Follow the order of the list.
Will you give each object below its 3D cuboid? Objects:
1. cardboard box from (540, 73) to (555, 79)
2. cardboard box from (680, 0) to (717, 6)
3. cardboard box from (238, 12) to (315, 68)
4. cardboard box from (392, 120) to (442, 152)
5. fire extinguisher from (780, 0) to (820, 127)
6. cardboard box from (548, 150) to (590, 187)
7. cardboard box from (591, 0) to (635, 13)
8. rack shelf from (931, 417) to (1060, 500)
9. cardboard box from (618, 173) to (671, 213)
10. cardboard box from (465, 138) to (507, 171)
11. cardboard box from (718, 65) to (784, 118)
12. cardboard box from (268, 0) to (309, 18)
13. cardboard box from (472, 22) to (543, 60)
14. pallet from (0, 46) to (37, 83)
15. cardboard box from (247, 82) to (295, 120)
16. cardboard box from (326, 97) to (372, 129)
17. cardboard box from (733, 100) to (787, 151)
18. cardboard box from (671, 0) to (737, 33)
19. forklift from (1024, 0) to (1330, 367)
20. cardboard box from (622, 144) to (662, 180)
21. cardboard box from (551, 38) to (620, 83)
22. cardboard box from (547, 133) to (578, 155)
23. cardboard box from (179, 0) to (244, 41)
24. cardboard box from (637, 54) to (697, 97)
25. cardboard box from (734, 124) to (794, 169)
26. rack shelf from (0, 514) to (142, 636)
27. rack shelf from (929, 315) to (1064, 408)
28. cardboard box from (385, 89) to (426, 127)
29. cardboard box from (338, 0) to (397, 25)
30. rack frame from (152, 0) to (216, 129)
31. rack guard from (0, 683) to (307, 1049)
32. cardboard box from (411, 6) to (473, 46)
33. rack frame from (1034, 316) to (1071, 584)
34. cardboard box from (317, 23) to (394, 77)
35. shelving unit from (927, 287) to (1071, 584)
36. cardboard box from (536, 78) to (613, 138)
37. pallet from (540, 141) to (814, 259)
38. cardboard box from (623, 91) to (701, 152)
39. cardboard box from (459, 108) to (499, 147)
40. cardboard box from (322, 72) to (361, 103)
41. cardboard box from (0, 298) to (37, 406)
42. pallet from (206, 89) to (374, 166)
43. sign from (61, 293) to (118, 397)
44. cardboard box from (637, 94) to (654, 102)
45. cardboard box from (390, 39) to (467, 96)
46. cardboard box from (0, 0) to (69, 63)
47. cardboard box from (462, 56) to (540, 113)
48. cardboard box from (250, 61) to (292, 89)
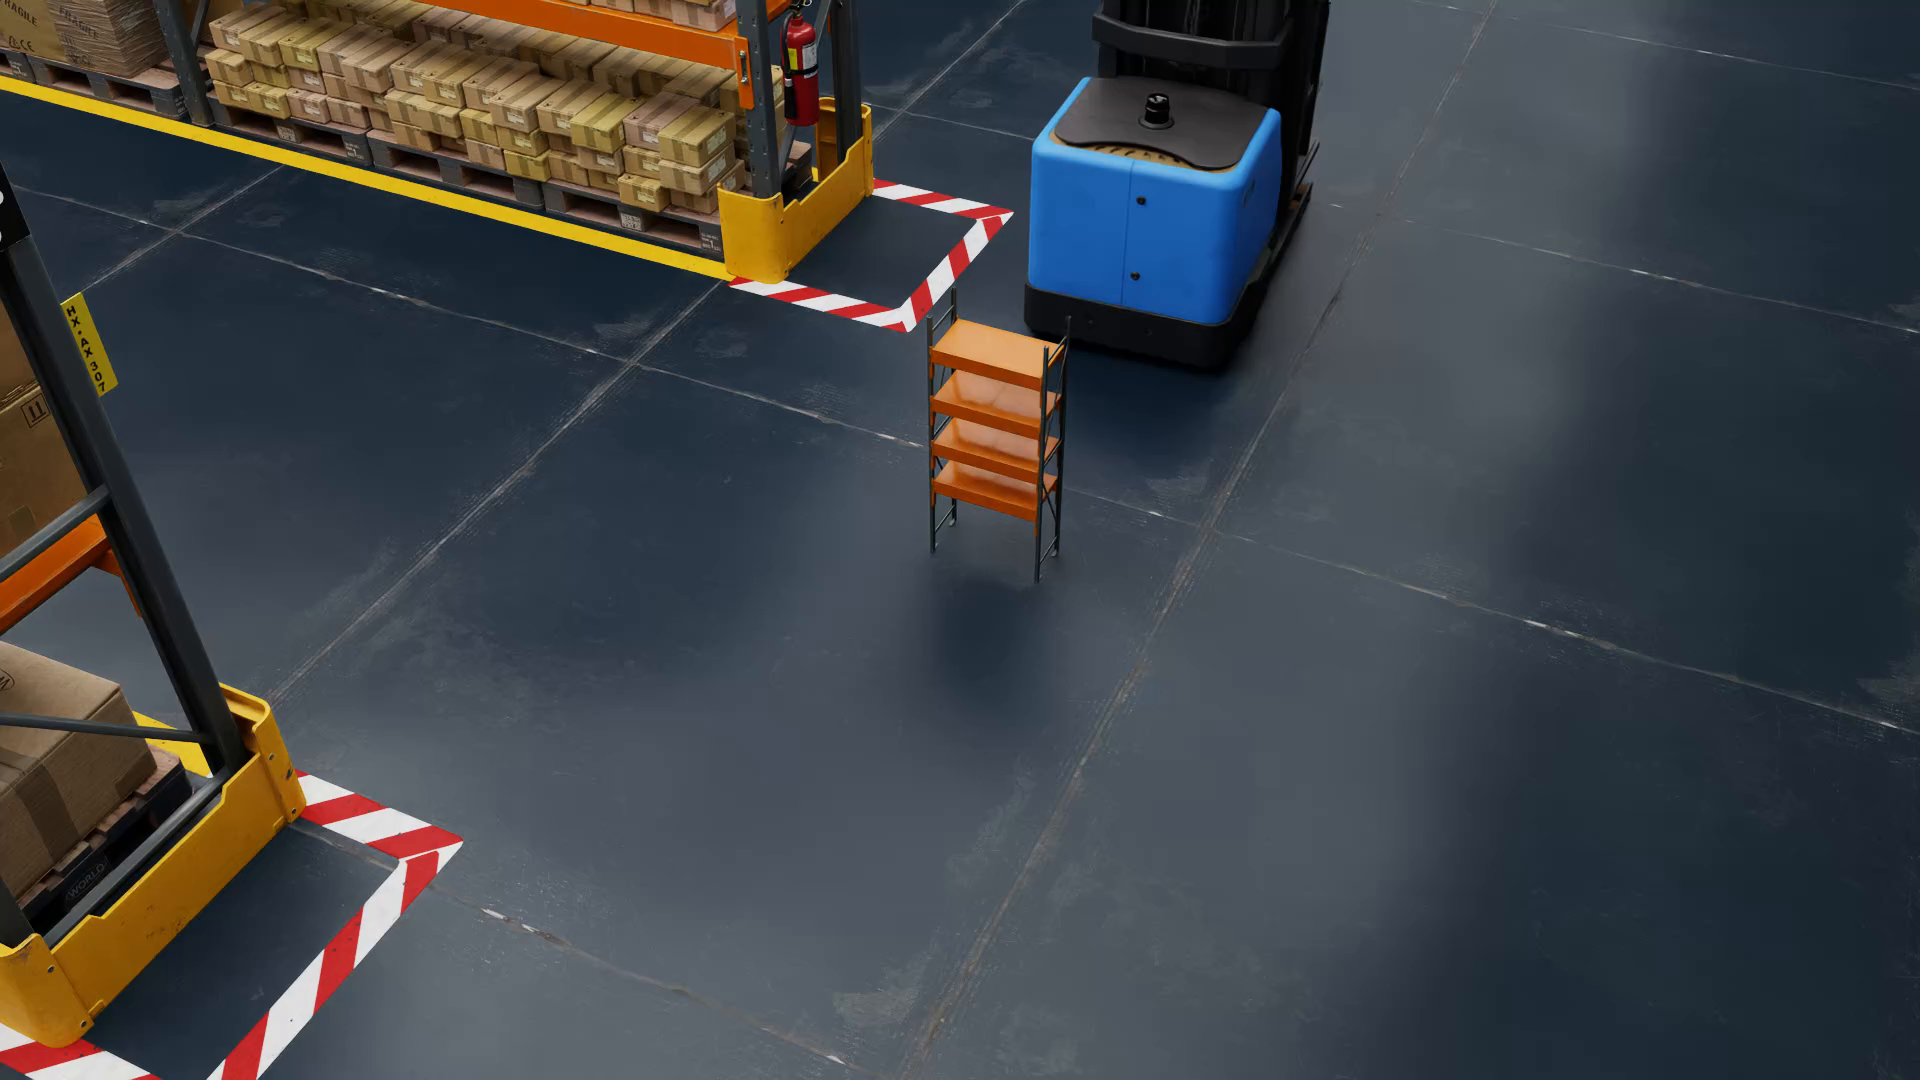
[{"bbox_3d":[-2.388,-2.666,9.665,0.250,0.149,0.380,19,44,21],"label":"cardboard box"},{"bbox_3d":[-1.324,-2.969,8.082,0.500,0.500,0.500,18,44,19],"label":"cardboard box"},{"bbox_3d":[-3.984,-2.931,9.743,0.250,0.149,0.380,19,44,21],"label":"cardboard box"},{"bbox_3d":[-3.046,-2.409,9.596,0.250,0.149,0.380,16,43,17],"label":"cardboard box"},{"bbox_3d":[-0.775,-2.333,7.996,0.183,0.674,0.296,17,44,19],"label":"fire extinguisher"},{"bbox_3d":[-2.081,-2.147,9.292,0.250,0.149,0.380,17,44,19],"label":"cardboard box"},{"bbox_3d":[-1.666,-2.826,8.412,0.250,0.149,0.380,17,44,18],"label":"cardboard box"},{"bbox_3d":[0.150,-0.357,6.848,0.480,0.148,0.258,17,44,19],"label":"rack shelf"},{"bbox_3d":[-1.649,-1.962,9.079,0.250,0.149,0.380,18,44,20],"label":"cardboard box"},{"bbox_3d":[-2.578,-2.268,9.432,0.250,0.149,0.380,18,44,19],"label":"cardboard box"},{"bbox_3d":[-1.139,-2.500,9.246,0.250,0.149,0.380,15,43,17],"label":"cardboard box"},{"bbox_3d":[-4.000,-3.317,10.188,0.250,0.149,0.380,18,44,20],"label":"cardboard box"},{"bbox_3d":[-2.609,-2.866,9.668,0.250,0.149,0.380,17,44,19],"label":"cardboard box"},{"bbox_3d":[-6.249,-3.453,11.072,1.213,0.211,1.003,17,44,19],"label":"pallet"},{"bbox_3d":[-3.998,-2.671,9.897,0.250,0.149,0.380,18,44,20],"label":"cardboard box"},{"bbox_3d":[-3.499,-2.592,9.807,0.250,0.149,0.380,16,43,18],"label":"cardboard box"},{"bbox_3d":[-1.174,-2.338,9.287,0.250,0.149,0.380,19,44,20],"label":"cardboard box"},{"bbox_3d":[-1.223,-2.675,8.237,0.250,0.149,0.380,17,44,19],"label":"cardboard box"},{"bbox_3d":[1.339,-2.924,8.386,1.130,2.935,3.031,15,43,16],"label":"forklift"},{"bbox_3d":[-1.621,-2.122,9.037,0.250,0.149,0.380,16,43,18],"label":"cardboard box"},{"bbox_3d":[-2.121,-2.753,9.538,0.250,0.149,0.380,19,44,20],"label":"cardboard box"},{"bbox_3d":[-2.079,-2.296,9.238,0.250,0.149,0.380,16,44,18],"label":"cardboard box"},{"bbox_3d":[-4.990,-3.531,10.621,0.500,0.500,0.500,19,44,20],"label":"cardboard box"},{"bbox_3d":[-1.614,-2.651,9.420,0.250,0.149,0.380,17,44,19],"label":"cardboard box"},{"bbox_3d":[-1.148,-2.264,9.427,0.250,0.149,0.380,18,44,19],"label":"cardboard box"},{"bbox_3d":[-4.622,-0.163,5.697,4.000,0.370,1.077,17,44,19],"label":"rack shelf"},{"bbox_3d":[0.150,-0.704,6.547,0.480,0.148,0.258,17,44,19],"label":"rack shelf"},{"bbox_3d":[-3.052,-2.521,9.498,0.250,0.149,0.380,17,44,18],"label":"cardboard box"},{"bbox_3d":[-3.524,-3.205,10.059,0.250,0.149,0.380,17,44,18],"label":"cardboard box"},{"bbox_3d":[-4.433,-3.955,9.523,0.127,3.000,1.000,17,44,19],"label":"rack frame"},{"bbox_3d":[-2.788,1.070,5.634,0.348,0.500,1.175,17,44,19],"label":"rack guard"},{"bbox_3d":[-3.037,-3.067,9.900,0.250,0.149,0.380,15,43,17],"label":"cardboard box"},{"bbox_3d":[0.371,-0.340,6.726,0.015,1.200,0.240,17,44,19],"label":"rack frame"},{"bbox_3d":[-3.488,-2.832,9.629,0.250,0.149,0.380,16,43,18],"label":"cardboard box"},{"bbox_3d":[0.150,-0.408,6.804,0.503,1.200,0.258,17,44,19],"label":"shelving unit"},{"bbox_3d":[-2.095,-2.359,9.083,0.250,0.149,0.380,15,43,17],"label":"cardboard box"},{"bbox_3d":[-1.598,-2.060,9.466,1.213,0.211,1.003,17,44,19],"label":"pallet"},{"bbox_3d":[-1.598,-2.253,8.961,0.250,0.149,0.380,18,44,19],"label":"cardboard box"},{"bbox_3d":[-2.578,-2.378,9.333,0.250,0.149,0.380,19,44,21],"label":"cardboard box"},{"bbox_3d":[-3.493,-2.719,9.726,0.250,0.149,0.380,15,43,16],"label":"cardboard box"},{"bbox_3d":[-3.124,-0.599,4.811,0.500,0.500,0.500,16,43,18],"label":"cardboard box"},{"bbox_3d":[-3.809,-2.736,10.246,1.213,0.211,1.003,17,44,19],"label":"pallet"},{"bbox_3d":[-2.569,-0.566,4.891,0.005,0.325,0.100,17,44,19],"label":"sign"},{"bbox_3d":[-1.658,-2.463,9.430,0.250,0.149,0.380,18,44,19],"label":"cardboard box"},{"bbox_3d":[-3.010,-2.686,9.461,0.250,0.149,0.380,15,43,17],"label":"cardboard box"},{"bbox_3d":[-5.675,-3.367,10.432,0.500,0.500,0.500,16,43,18],"label":"cardboard box"},{"bbox_3d":[-2.554,-2.539,9.291,0.250,0.149,0.380,16,43,17],"label":"cardboard box"},{"bbox_3d":[-3.973,-2.841,9.867,0.250,0.149,0.380,17,44,19],"label":"cardboard box"}]
